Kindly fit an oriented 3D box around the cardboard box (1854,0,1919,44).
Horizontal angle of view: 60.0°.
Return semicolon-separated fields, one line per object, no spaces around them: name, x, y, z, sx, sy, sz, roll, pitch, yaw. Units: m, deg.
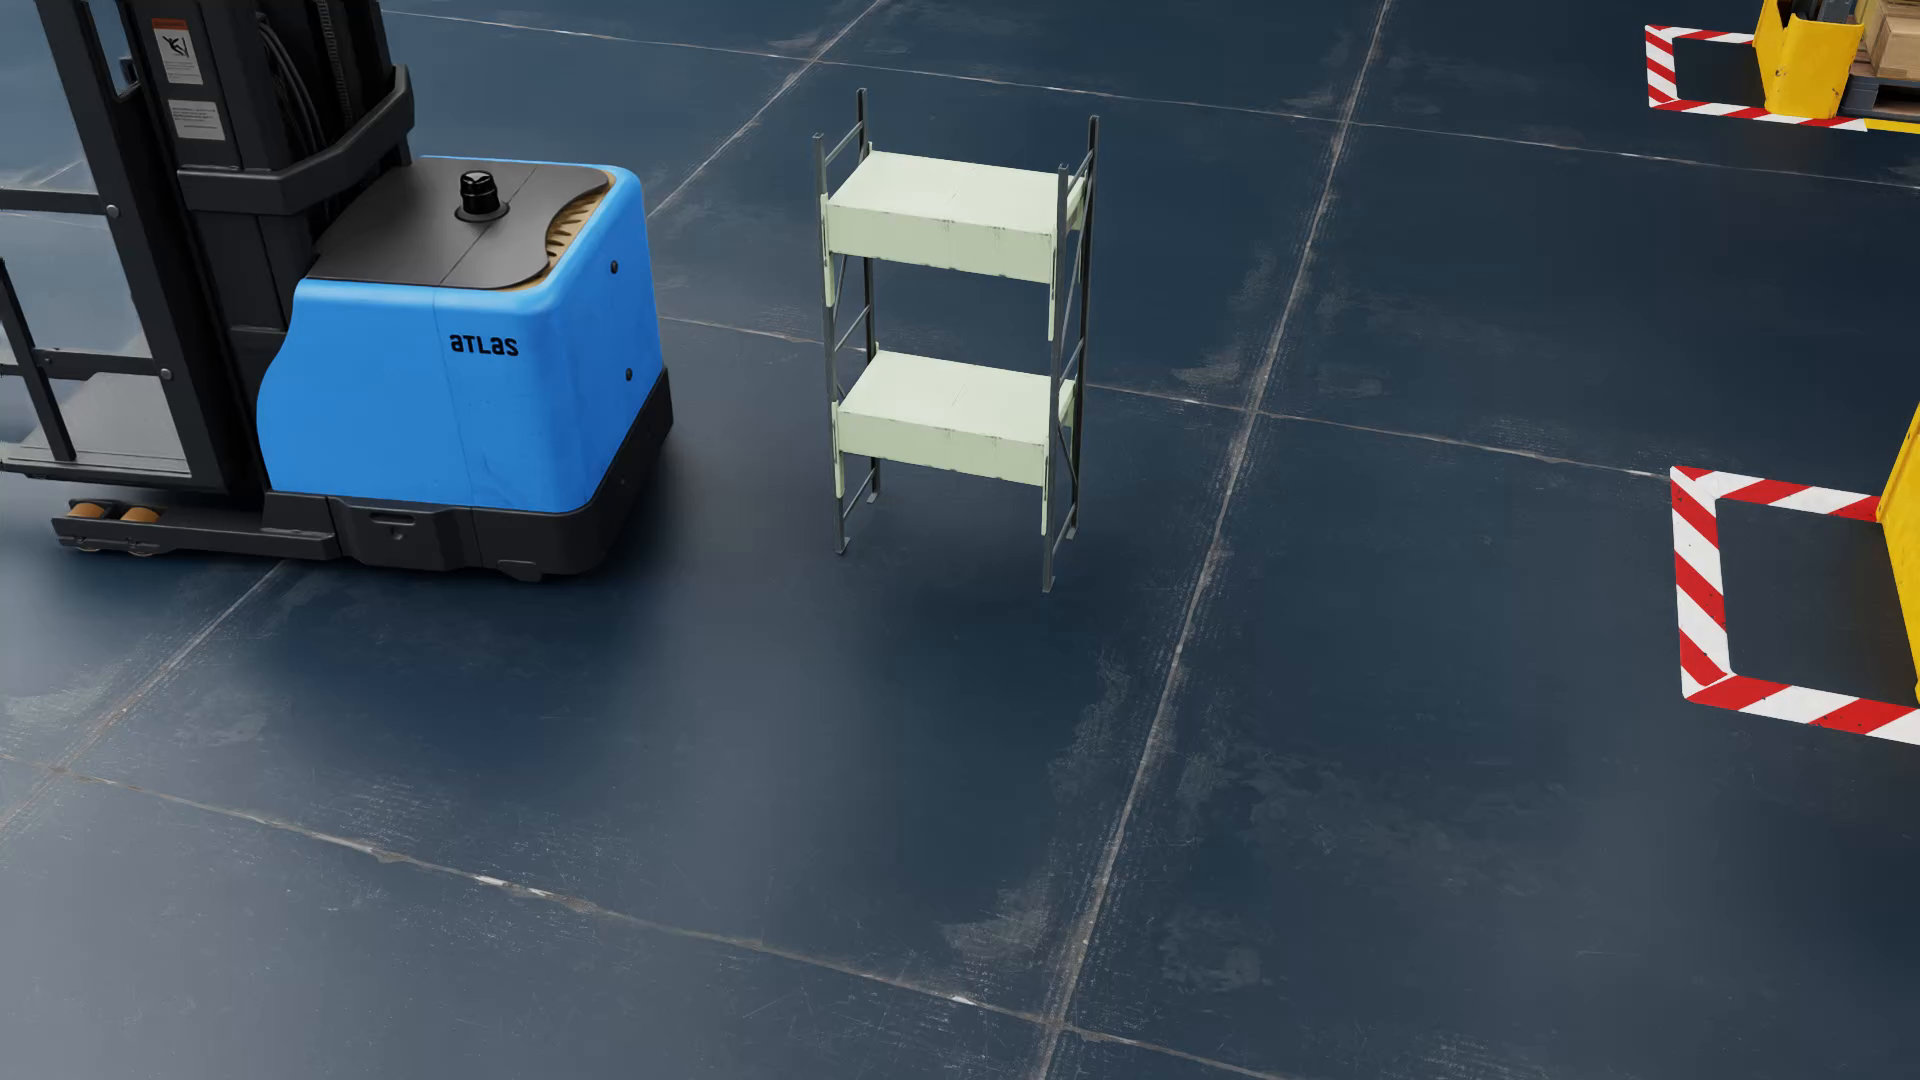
cardboard box;5.242;-2.902;9.128;0.500;0.250;0.500;10;38;14

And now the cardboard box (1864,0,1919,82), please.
cardboard box;5.087;-2.609;8.730;0.500;0.250;0.500;10;38;14

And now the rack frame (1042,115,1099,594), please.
rack frame;0.343;-0.541;5.219;0.023;1.500;0.400;10;38;14

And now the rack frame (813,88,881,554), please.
rack frame;-0.356;-0.670;5.395;0.023;1.500;0.400;10;38;14

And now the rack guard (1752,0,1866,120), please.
rack guard;4.619;-2.765;9.086;0.348;0.500;1.175;10;38;14

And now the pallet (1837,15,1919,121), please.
pallet;5.384;-2.533;9.014;1.213;0.211;1.003;10;38;14

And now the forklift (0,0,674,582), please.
forklift;-2.631;-1.429;5.219;3.031;2.935;1.130;5;37;6

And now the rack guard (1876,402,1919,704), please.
rack guard;3.248;0.028;5.291;0.348;0.500;1.175;10;38;14

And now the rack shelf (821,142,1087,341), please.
rack shelf;-0.006;-0.919;5.076;0.720;0.370;0.431;10;38;14

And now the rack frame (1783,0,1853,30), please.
rack frame;4.642;-3.768;8.339;0.127;3.000;1.000;10;38;14

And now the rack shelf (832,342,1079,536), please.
rack shelf;-0.006;-0.343;5.500;0.720;0.370;0.431;10;38;14

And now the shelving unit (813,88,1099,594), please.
shelving unit;-0.006;-0.605;5.307;0.755;1.500;0.431;10;38;14
